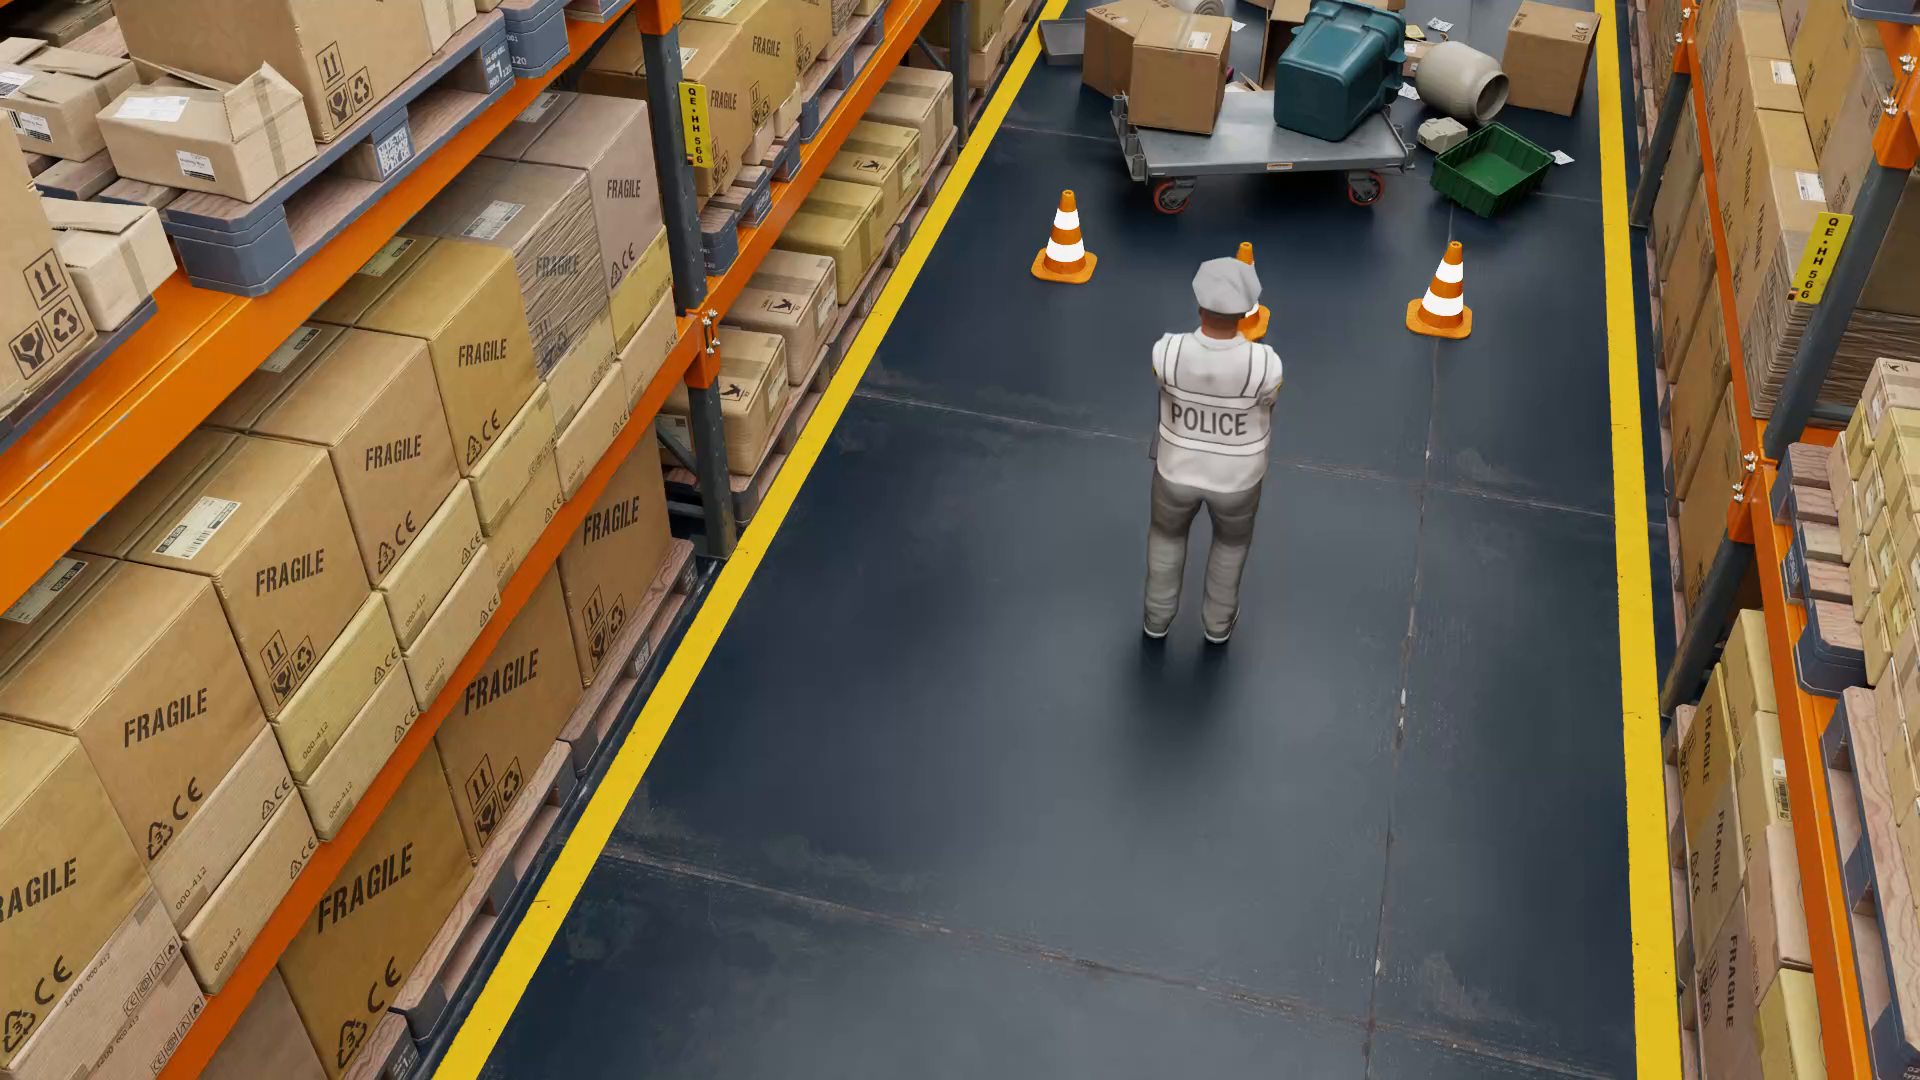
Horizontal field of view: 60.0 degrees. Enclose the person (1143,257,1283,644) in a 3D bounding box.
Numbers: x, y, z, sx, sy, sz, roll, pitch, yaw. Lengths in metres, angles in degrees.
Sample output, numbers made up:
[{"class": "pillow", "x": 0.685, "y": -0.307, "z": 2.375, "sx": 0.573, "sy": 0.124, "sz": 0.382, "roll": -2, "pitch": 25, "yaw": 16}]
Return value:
[{"class": "person", "x": 0.977, "y": -0.349, "z": 6.547, "sx": 0.490, "sy": 1.772, "sz": 0.564, "roll": 10, "pitch": 42, "yaw": 11}]
